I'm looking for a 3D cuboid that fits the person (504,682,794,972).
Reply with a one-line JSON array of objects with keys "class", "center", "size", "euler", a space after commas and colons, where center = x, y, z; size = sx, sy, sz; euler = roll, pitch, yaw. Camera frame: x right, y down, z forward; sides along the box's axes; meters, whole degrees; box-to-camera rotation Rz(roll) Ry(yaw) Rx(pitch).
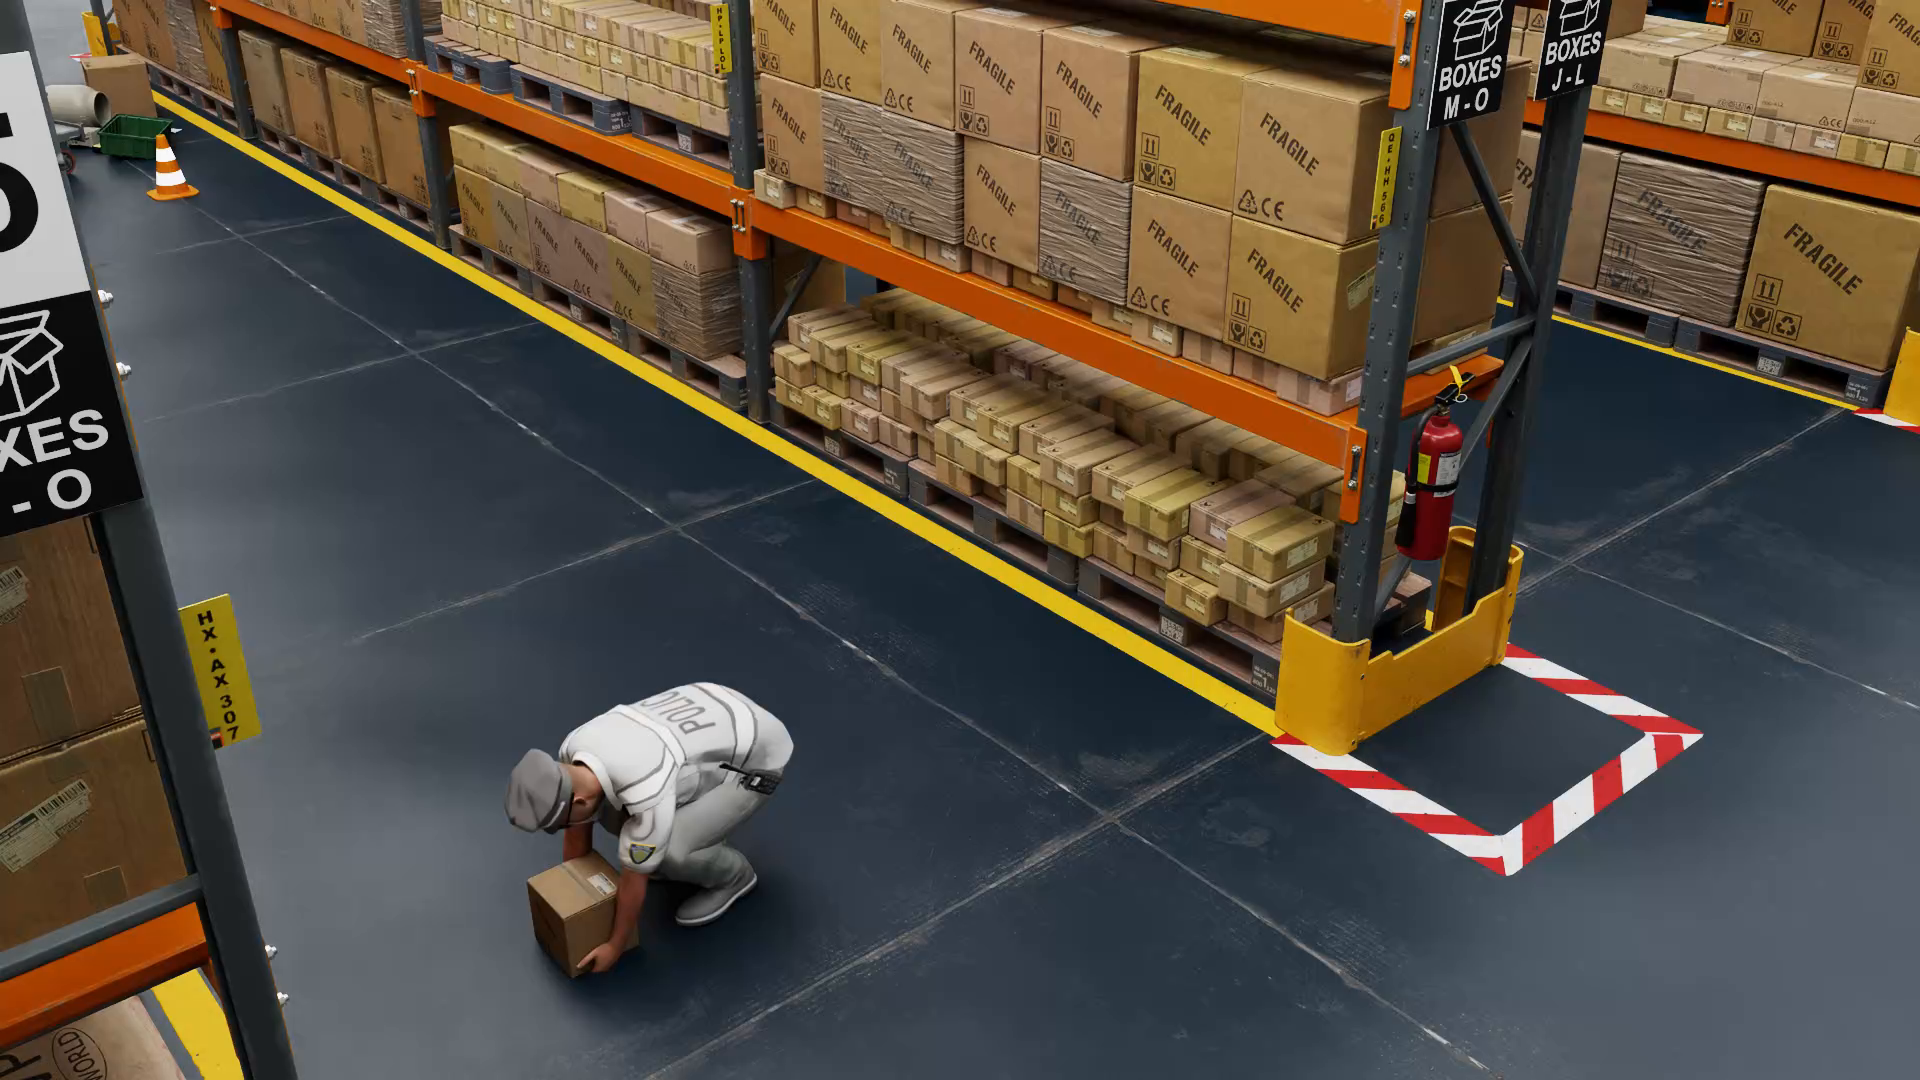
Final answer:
[{"class": "person", "center": [-1.010, 0.898, 5.466], "size": [1.009, 0.845, 0.534], "euler": [-23, 35, -36]}]
